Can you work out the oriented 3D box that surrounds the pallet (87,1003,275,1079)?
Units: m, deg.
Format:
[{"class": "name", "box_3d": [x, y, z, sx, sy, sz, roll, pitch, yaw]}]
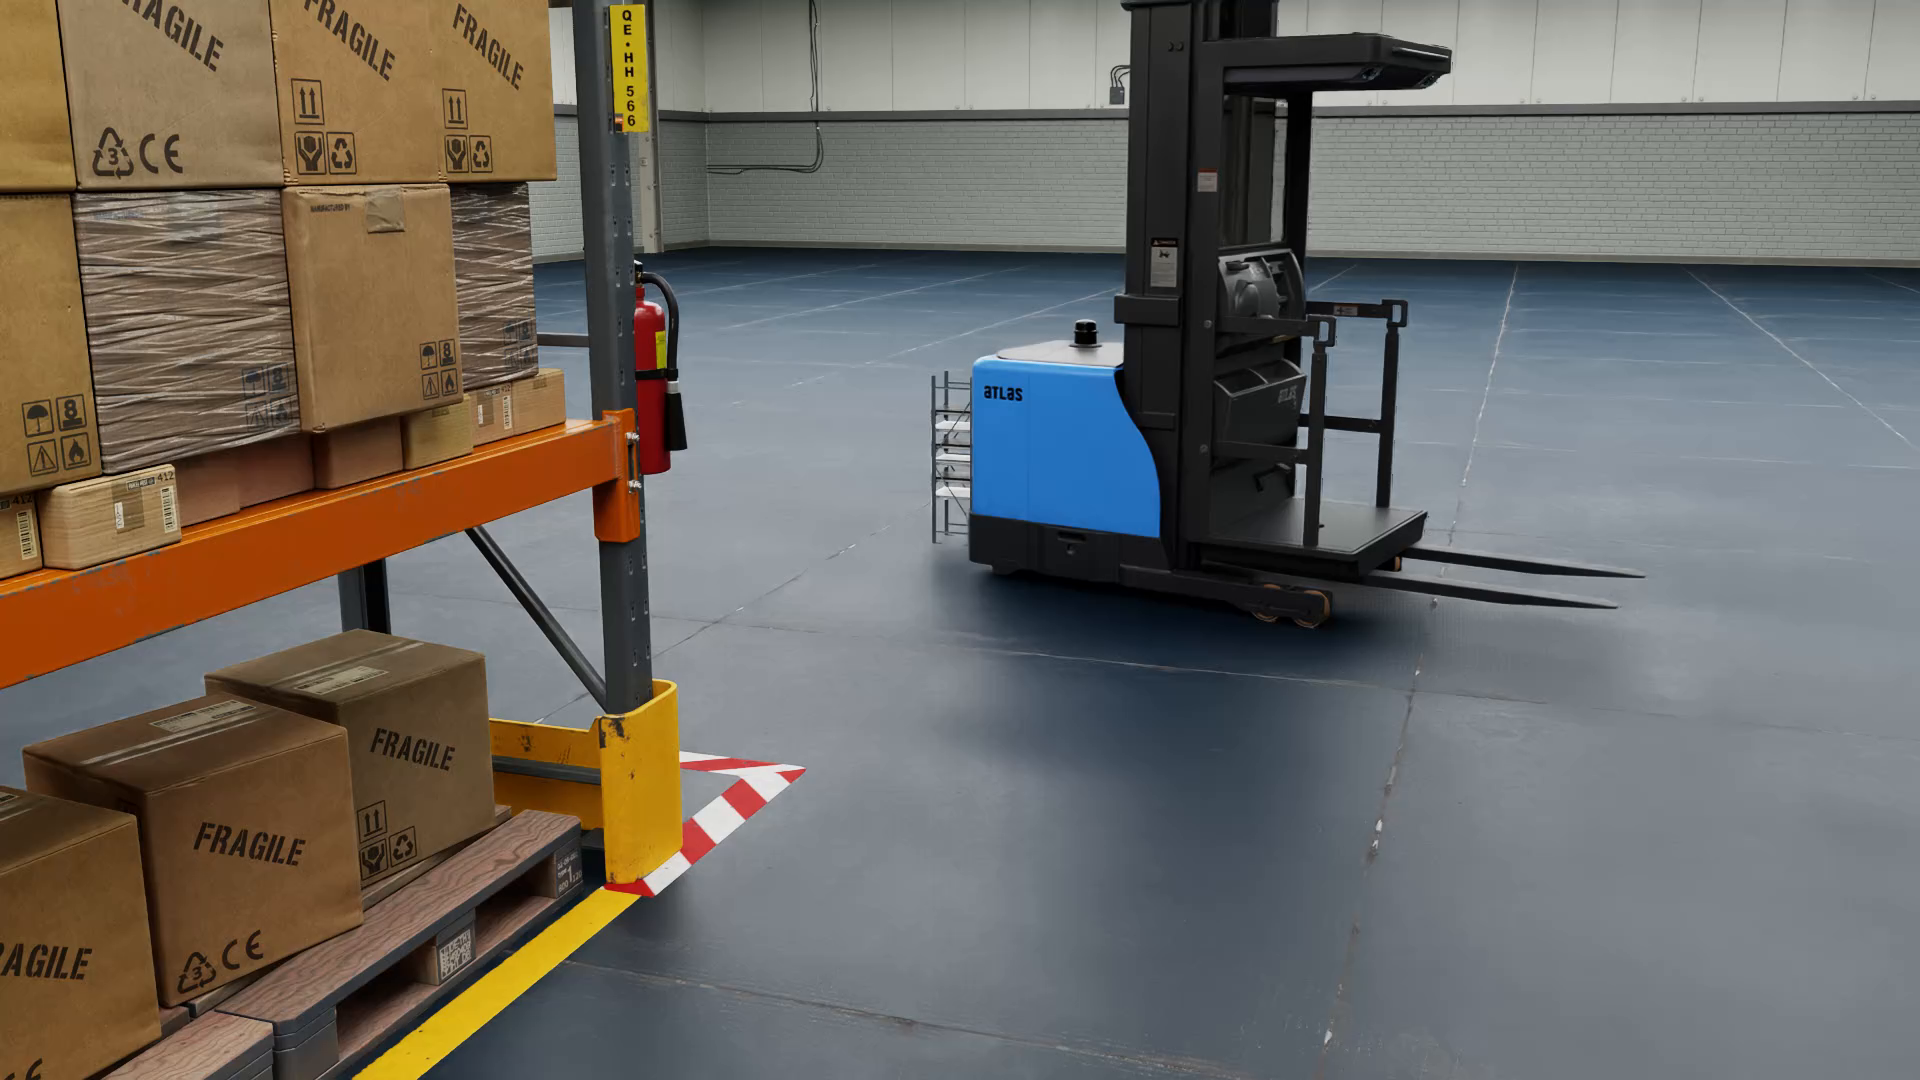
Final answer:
[{"class": "pallet", "box_3d": [-2.113, 1.223, 3.155, 1.003, 0.211, 1.213, 4, 14, 18]}]

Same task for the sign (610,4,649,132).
[{"class": "sign", "box_3d": [-0.877, -1.251, 4.417, 0.100, 0.325, 0.005, 4, 14, 18]}]

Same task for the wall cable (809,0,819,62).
[{"class": "wall cable", "box_3d": [-2.078, -12.085, 37.343, 3.097, 2.526, 0.112, 4, 14, 18]}]

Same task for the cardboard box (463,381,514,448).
[{"class": "cardboard box", "box_3d": [-1.374, -0.327, 4.244, 0.380, 0.149, 0.250, 4, 14, 18]}]

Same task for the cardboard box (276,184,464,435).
[{"class": "cardboard box", "box_3d": [-1.648, -0.543, 3.733, 0.875, 0.500, 0.500, 4, 14, 18]}]

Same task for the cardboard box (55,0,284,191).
[{"class": "cardboard box", "box_3d": [-1.660, -0.914, 3.110, 0.500, 0.500, 0.500, 4, 14, 18]}]

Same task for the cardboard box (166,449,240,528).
[{"class": "cardboard box", "box_3d": [-1.682, -0.115, 3.316, 0.380, 0.149, 0.250, 4, 14, 18]}]

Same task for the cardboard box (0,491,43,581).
[{"class": "cardboard box", "box_3d": [-1.825, -0.009, 2.849, 0.380, 0.149, 0.250, 4, 14, 18]}]

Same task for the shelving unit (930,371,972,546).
[{"class": "shelving unit", "box_3d": [-0.003, -0.437, 8.880, 0.258, 0.900, 0.210, 4, 14, 18]}]

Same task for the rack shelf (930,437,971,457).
[{"class": "rack shelf", "box_3d": [-0.003, -0.492, 8.868, 0.258, 0.077, 0.200, 4, 14, 18]}]

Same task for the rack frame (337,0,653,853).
[{"class": "rack frame", "box_3d": [-1.396, -0.577, 4.775, 1.000, 3.000, 0.127, 4, 14, 18]}]

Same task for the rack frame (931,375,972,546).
[{"class": "rack frame", "box_3d": [-0.036, -0.416, 8.787, 0.240, 0.900, 0.006, 4, 14, 18]}]

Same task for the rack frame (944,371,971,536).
[{"class": "rack frame", "box_3d": [0.030, -0.458, 8.974, 0.240, 0.900, 0.006, 4, 14, 18]}]

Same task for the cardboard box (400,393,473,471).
[{"class": "cardboard box", "box_3d": [-1.406, -0.271, 3.997, 0.380, 0.149, 0.250, 4, 14, 18]}]

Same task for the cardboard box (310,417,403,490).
[{"class": "cardboard box", "box_3d": [-1.502, -0.219, 3.772, 0.380, 0.149, 0.250, 4, 14, 18]}]

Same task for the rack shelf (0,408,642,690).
[{"class": "rack shelf", "box_3d": [-2.043, 0.195, 3.010, 1.077, 0.370, 4.000, 4, 14, 18]}]

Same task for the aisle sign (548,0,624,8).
[{"class": "aisle sign", "box_3d": [-1.092, -1.836, 4.448, 0.394, 0.787, 0.004, 4, 14, 18]}]

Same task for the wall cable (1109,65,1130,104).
[{"class": "wall cable", "box_3d": [4.340, -12.303, 35.025, 2.305, 6.003, 0.169, 4, 14, 18]}]

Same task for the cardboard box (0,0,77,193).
[{"class": "cardboard box", "box_3d": [-1.830, -0.809, 2.652, 0.500, 0.500, 0.500, 4, 14, 18]}]

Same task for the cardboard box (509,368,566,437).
[{"class": "cardboard box", "box_3d": [-1.293, -0.380, 4.475, 0.380, 0.149, 0.250, 4, 14, 18]}]

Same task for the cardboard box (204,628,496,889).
[{"class": "cardboard box", "box_3d": [-1.614, 0.567, 4.435, 0.500, 0.500, 0.500, 7, 15, 29]}]

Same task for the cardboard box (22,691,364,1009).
[{"class": "cardboard box", "box_3d": [-1.775, 0.696, 3.873, 0.500, 0.500, 0.500, 9, 15, 33]}]

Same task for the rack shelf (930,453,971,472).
[{"class": "rack shelf", "box_3d": [-0.003, -0.405, 8.888, 0.258, 0.077, 0.200, 4, 14, 18]}]

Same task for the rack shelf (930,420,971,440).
[{"class": "rack shelf", "box_3d": [-0.003, -0.580, 8.848, 0.258, 0.077, 0.200, 4, 14, 18]}]

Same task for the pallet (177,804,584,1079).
[{"class": "pallet", "box_3d": [-1.717, 0.967, 4.277, 1.003, 0.211, 1.213, 4, 14, 18]}]

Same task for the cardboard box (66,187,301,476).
[{"class": "cardboard box", "box_3d": [-1.851, -0.441, 3.285, 0.875, 0.500, 0.500, 4, 14, 18]}]

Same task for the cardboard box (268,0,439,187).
[{"class": "cardboard box", "box_3d": [-1.496, -1.019, 3.571, 0.500, 0.500, 0.500, 4, 14, 18]}]

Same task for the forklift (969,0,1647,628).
[{"class": "forklift", "box_3d": [1.567, -1.177, 7.560, 3.031, 2.935, 1.130, 8, 15, 31]}]

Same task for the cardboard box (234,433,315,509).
[{"class": "cardboard box", "box_3d": [-1.622, -0.169, 3.554, 0.380, 0.149, 0.250, 4, 14, 18]}]

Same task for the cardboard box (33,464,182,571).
[{"class": "cardboard box", "box_3d": [-1.679, -0.056, 3.058, 0.380, 0.149, 0.250, 4, 14, 18]}]

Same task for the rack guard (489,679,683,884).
[{"class": "rack guard", "box_3d": [-1.420, 0.658, 4.983, 1.175, 0.500, 0.348, 4, 14, 18]}]

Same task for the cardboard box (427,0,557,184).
[{"class": "cardboard box", "box_3d": [-1.340, -1.125, 4.034, 0.500, 0.500, 0.500, 4, 14, 18]}]

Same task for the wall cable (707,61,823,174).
[{"class": "wall cable", "box_3d": [-4.638, -9.818, 38.758, 3.097, 2.526, 0.112, 4, 14, 18]}]

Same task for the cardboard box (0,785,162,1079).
[{"class": "cardboard box", "box_3d": [-1.995, 0.826, 3.302, 0.500, 0.500, 0.500, 6, 14, 24]}]

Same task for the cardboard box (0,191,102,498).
[{"class": "cardboard box", "box_3d": [-2.023, -0.336, 2.827, 0.875, 0.500, 0.500, 4, 14, 18]}]

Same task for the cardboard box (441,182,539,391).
[{"class": "cardboard box", "box_3d": [-1.600, -0.657, 4.232, 0.875, 0.500, 0.500, 4, 14, 18]}]

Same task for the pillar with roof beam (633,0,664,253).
[{"class": "pillar with roof beam", "box_3d": [-2.769, -10.497, 34.754, 9.100, 9.000, 0.400, 4, 14, 18]}]

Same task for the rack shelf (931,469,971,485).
[{"class": "rack shelf", "box_3d": [-0.003, -0.317, 8.908, 0.258, 0.077, 0.200, 4, 14, 18]}]

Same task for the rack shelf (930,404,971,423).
[{"class": "rack shelf", "box_3d": [-0.003, -0.668, 8.828, 0.258, 0.077, 0.200, 4, 14, 18]}]

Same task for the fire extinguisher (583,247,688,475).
[{"class": "fire extinguisher", "box_3d": [-0.923, -0.530, 4.743, 0.296, 0.674, 0.183, 4, 14, 18]}]

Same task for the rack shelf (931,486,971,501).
[{"class": "rack shelf", "box_3d": [-0.003, -0.229, 8.928, 0.258, 0.077, 0.200, 4, 14, 18]}]
